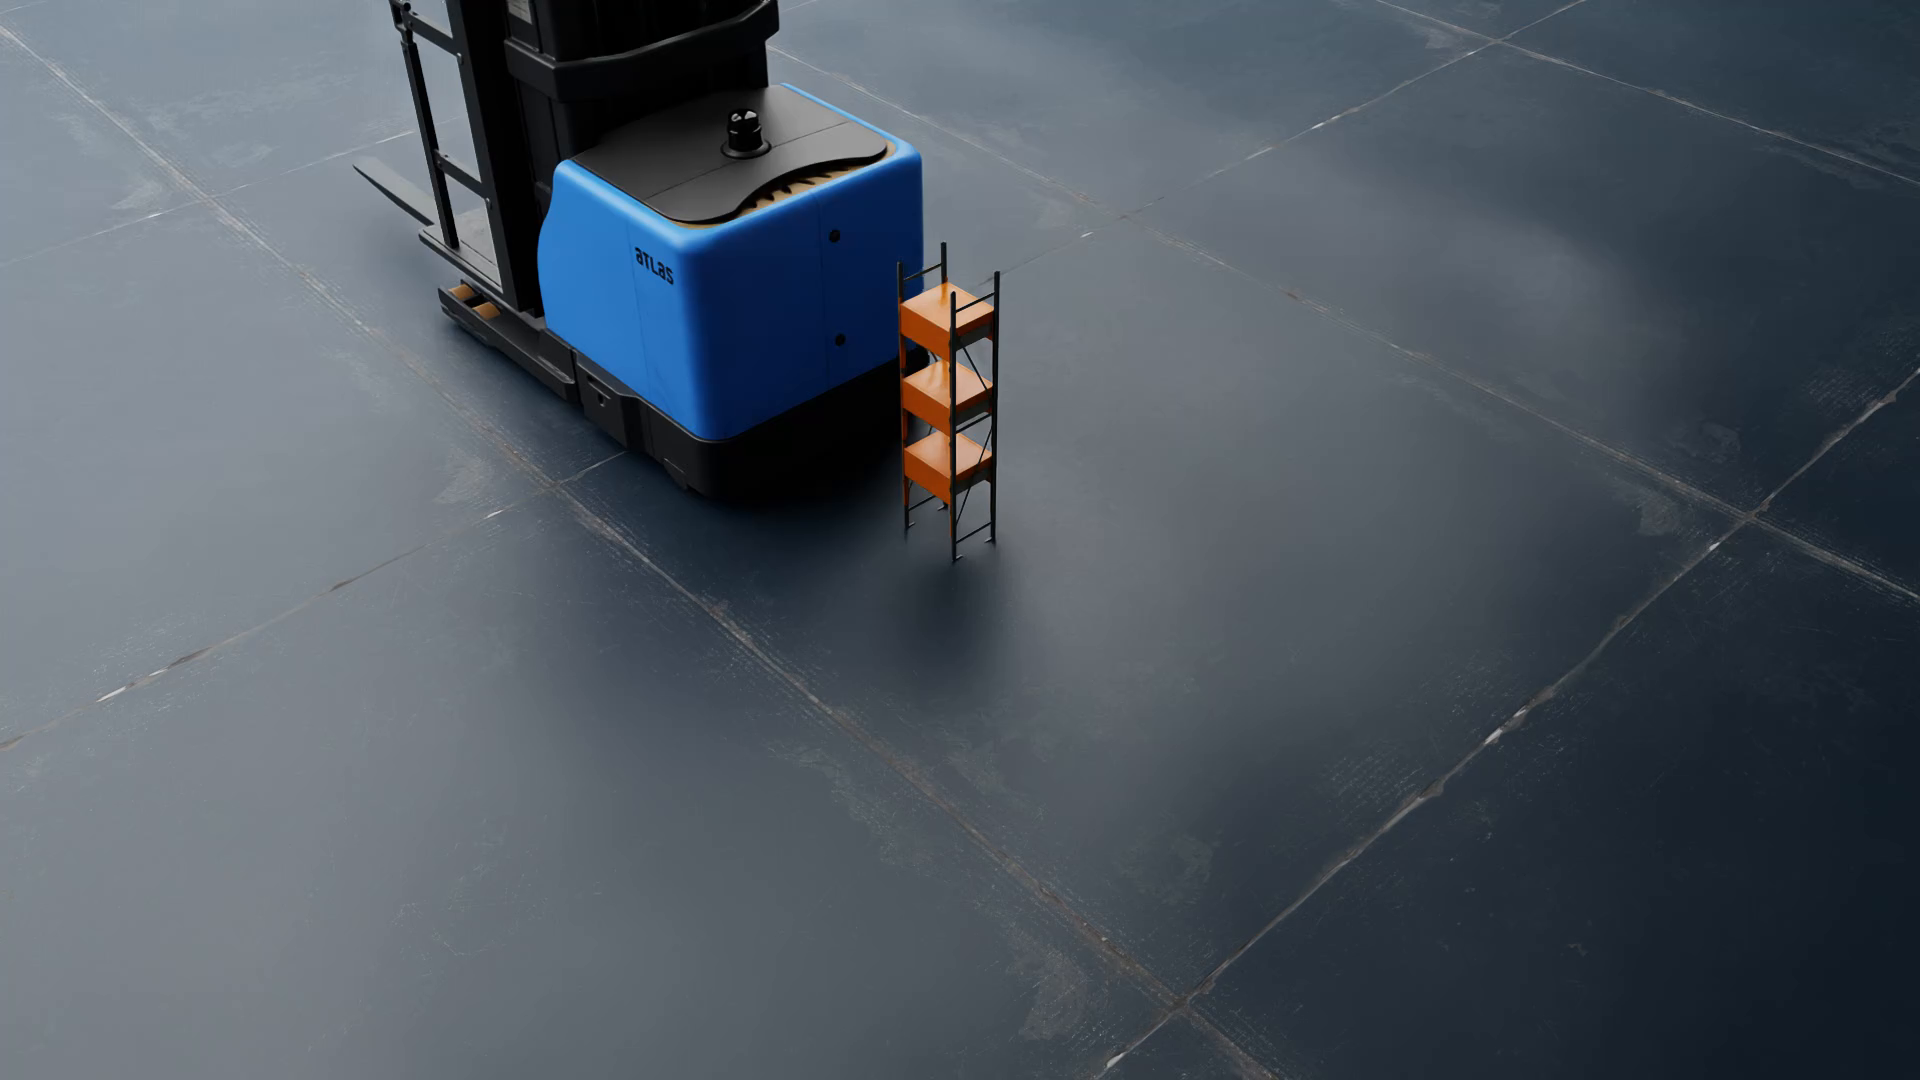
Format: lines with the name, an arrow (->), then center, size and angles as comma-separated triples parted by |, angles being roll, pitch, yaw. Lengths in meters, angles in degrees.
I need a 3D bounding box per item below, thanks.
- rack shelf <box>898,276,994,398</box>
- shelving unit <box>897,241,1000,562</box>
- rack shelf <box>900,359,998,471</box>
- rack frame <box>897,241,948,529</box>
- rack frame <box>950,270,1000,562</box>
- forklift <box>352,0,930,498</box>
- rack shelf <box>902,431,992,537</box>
rack shelf -> -0.036, -0.646, 5.279 | 0.215, 0.259, 0.240 | -30, 48, -32
shelving unit -> -0.036, -0.433, 5.451 | 0.215, 1.050, 0.252 | -30, 48, -32
rack shelf -> -0.036, -0.425, 5.457 | 0.215, 0.259, 0.240 | -30, 48, -32
rack frame -> -0.119, -0.490, 5.521 | 0.200, 1.050, 0.008 | -30, 48, -32
rack frame -> 0.046, -0.377, 5.381 | 0.200, 1.050, 0.008 | -30, 48, -32
forklift -> -1.481, -2.124, 6.047 | 1.130, 2.935, 3.031 | -30, 48, -32
rack shelf -> -0.036, -0.209, 5.632 | 0.215, 0.259, 0.240 | -30, 48, -32
